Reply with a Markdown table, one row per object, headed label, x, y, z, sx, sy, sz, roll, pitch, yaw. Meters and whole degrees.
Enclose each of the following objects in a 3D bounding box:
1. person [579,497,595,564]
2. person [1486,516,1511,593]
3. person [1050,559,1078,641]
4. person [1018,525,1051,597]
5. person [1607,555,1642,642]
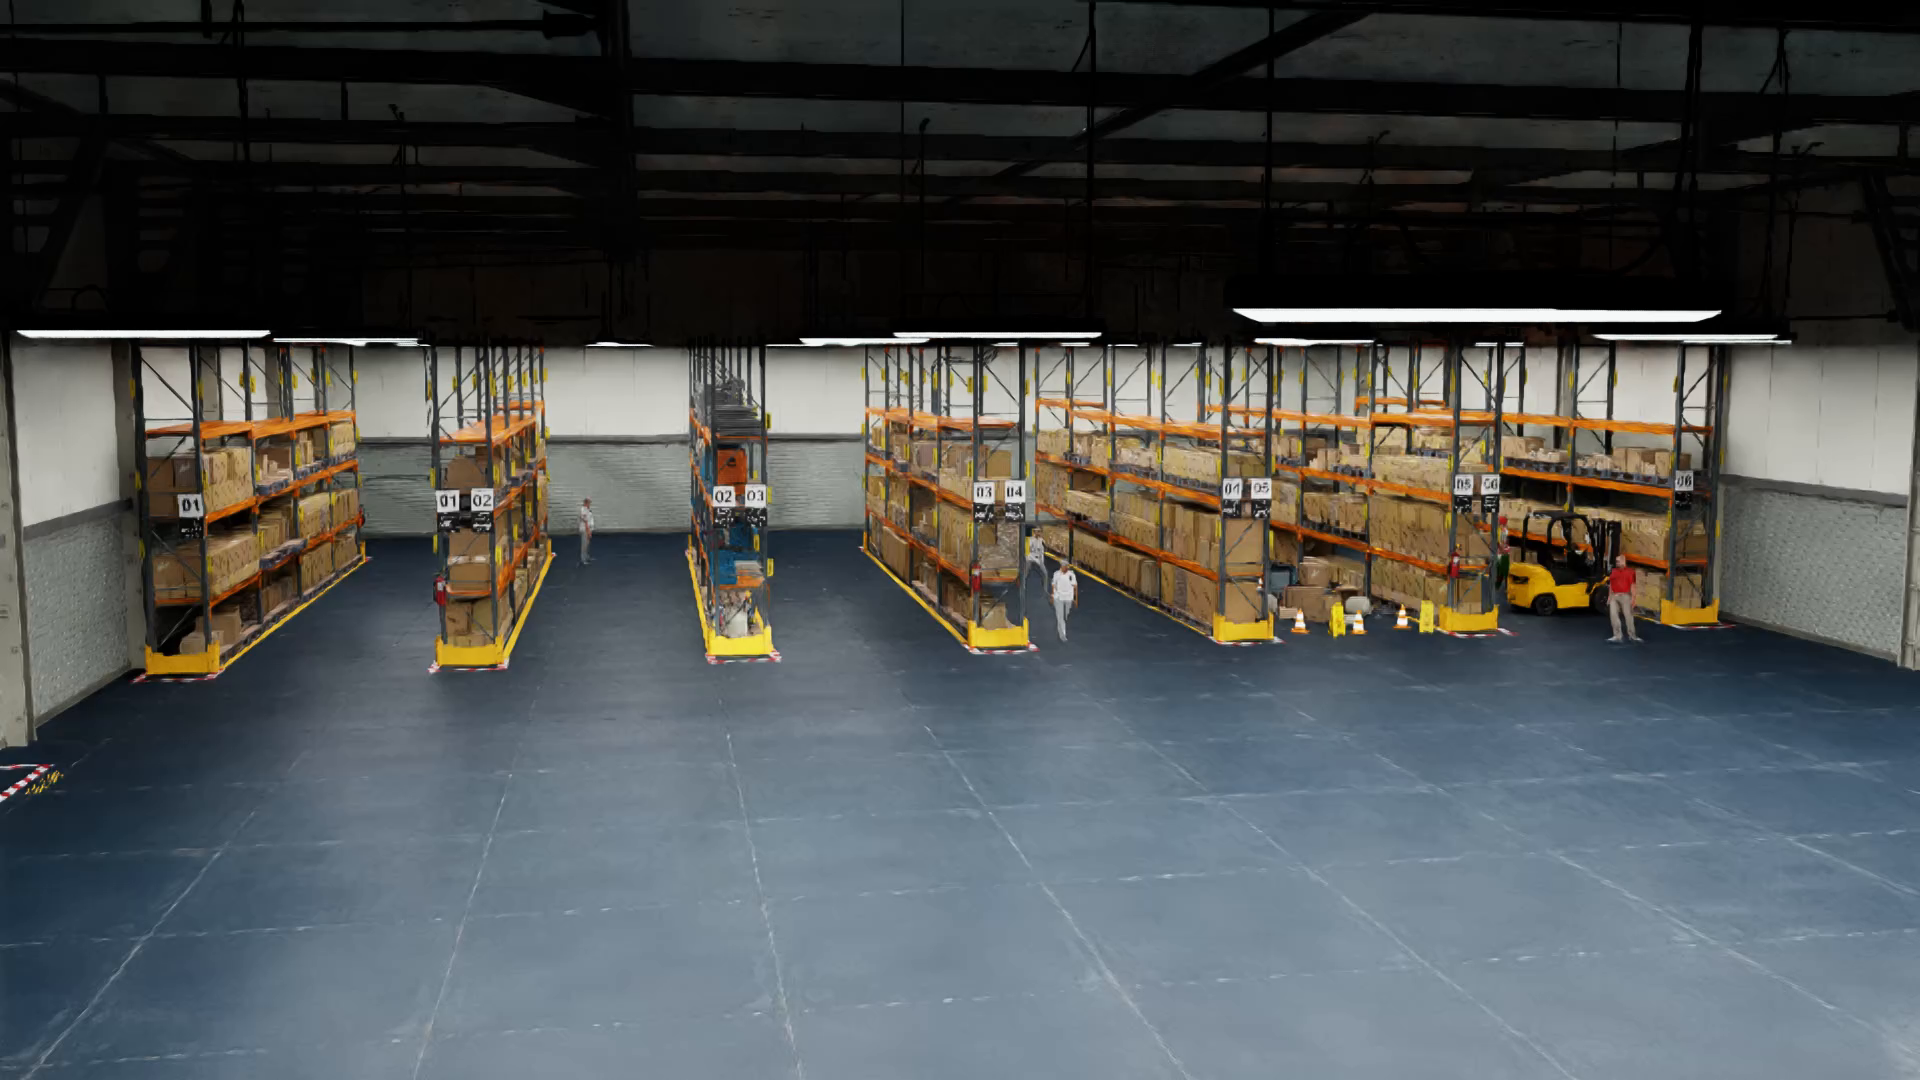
| label | x | y | z | sx | sy | sz | roll | pitch | yaw |
| --- | --- | --- | --- | --- | --- | --- | --- | --- | --- |
| person | -10.001 | -0.268 | 44.529 | 0.416 | 1.770 | 0.689 | -2 | 7 | -15 |
| person | 12.740 | 0.332 | 39.208 | 0.577 | 1.785 | 0.655 | 2 | 7 | 16 |
| person | 2.076 | 1.158 | 32.890 | 0.491 | 1.605 | 0.982 | -1 | 7 | -13 |
| person | 1.628 | 0.449 | 36.584 | 0.638 | 1.607 | 0.815 | -3 | 7 | -28 |
| person | 13.057 | 1.137 | 32.695 | 0.559 | 1.716 | 0.652 | -5 | 8 | -38 |
